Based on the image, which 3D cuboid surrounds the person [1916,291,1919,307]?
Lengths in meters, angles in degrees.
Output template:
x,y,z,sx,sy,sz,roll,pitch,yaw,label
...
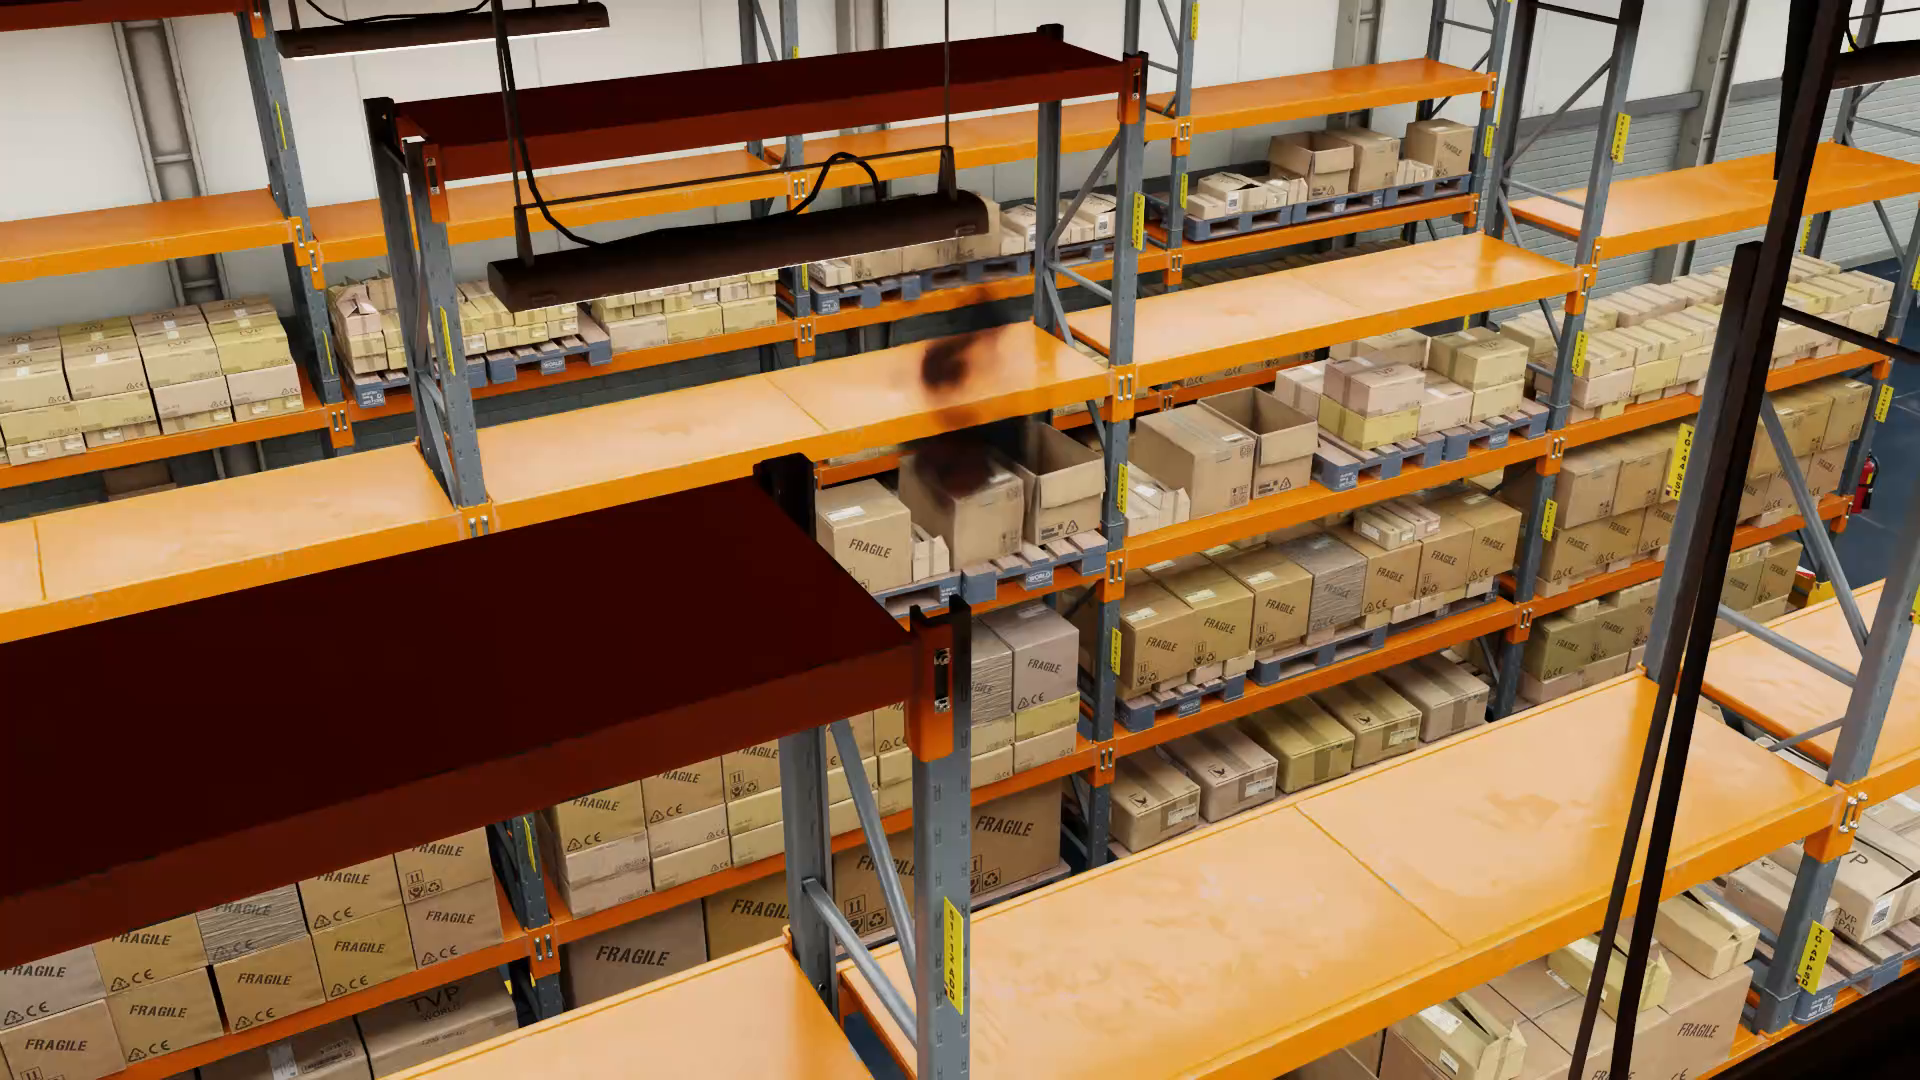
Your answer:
x,y,z,sx,sy,sz,roll,pitch,yaw,label
13.418,-3.850,22.455,0.903,1.727,0.663,-18,33,-30,person
